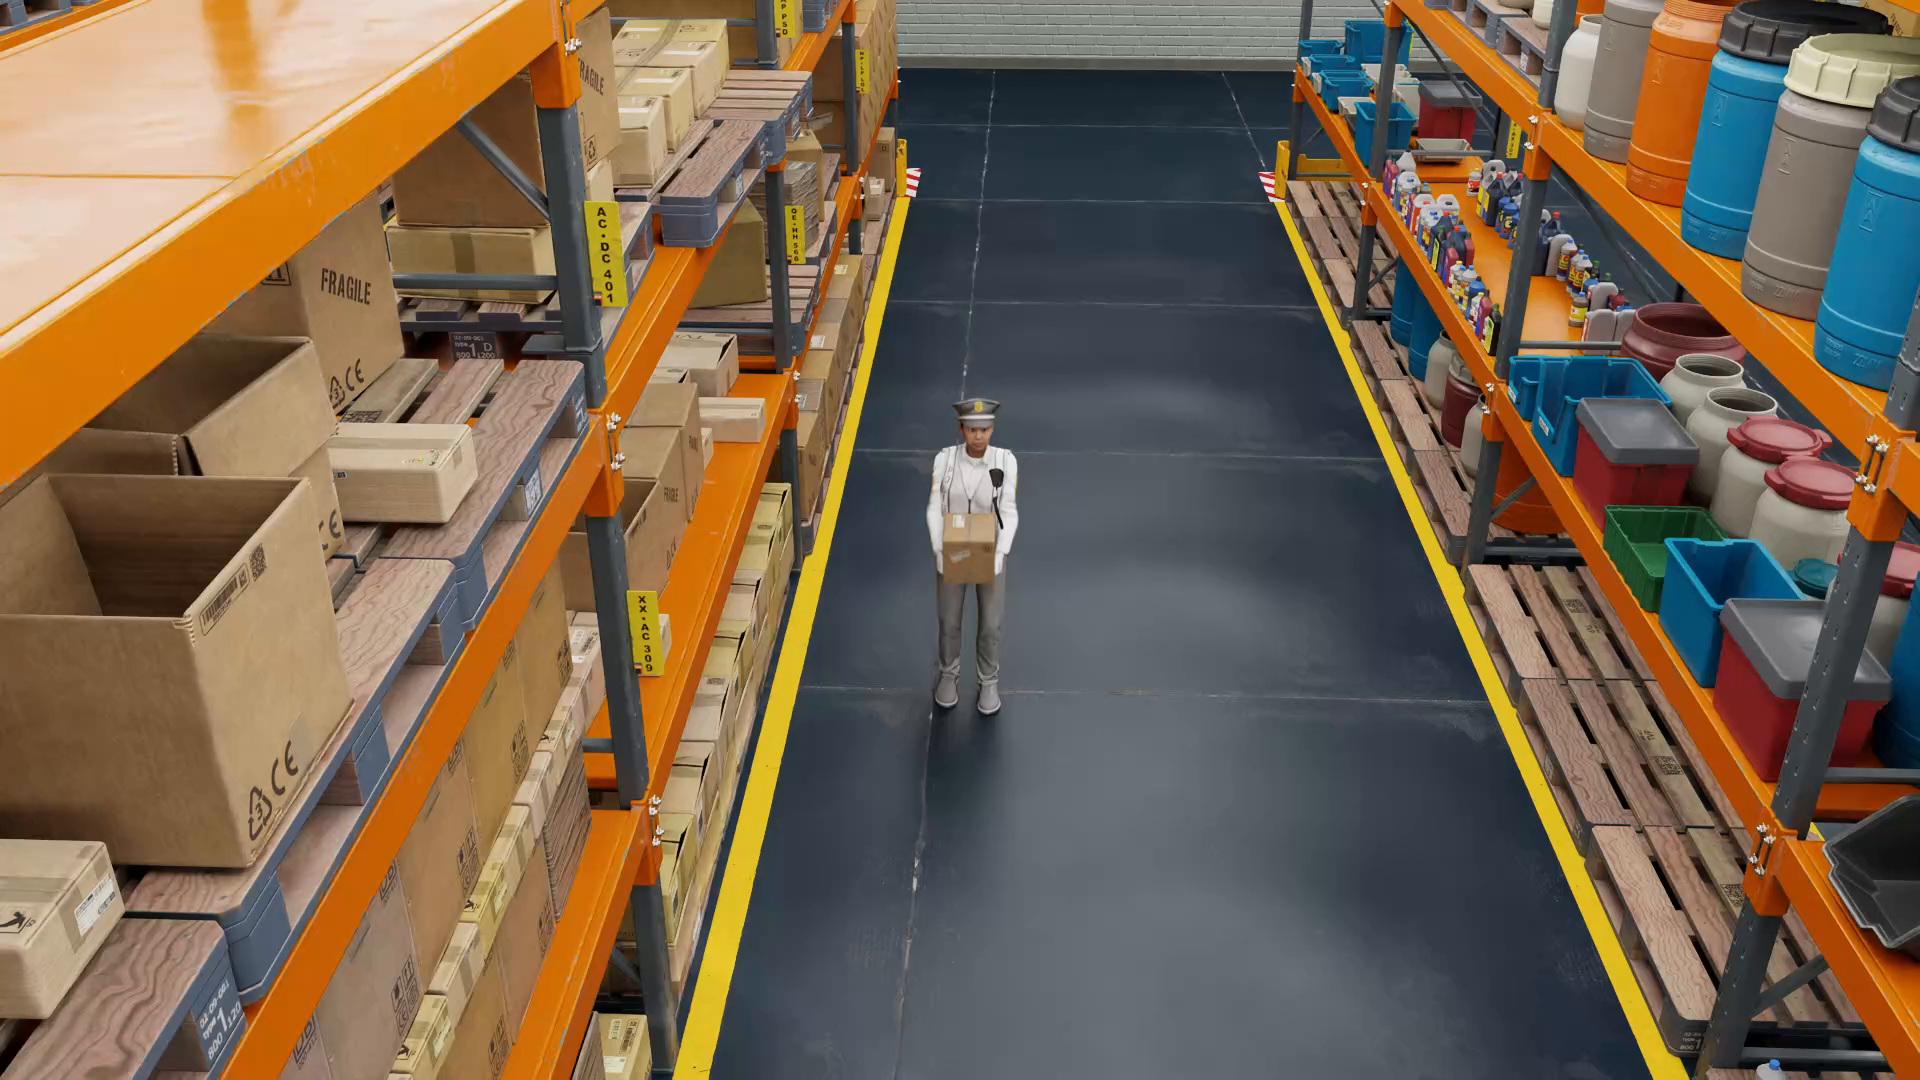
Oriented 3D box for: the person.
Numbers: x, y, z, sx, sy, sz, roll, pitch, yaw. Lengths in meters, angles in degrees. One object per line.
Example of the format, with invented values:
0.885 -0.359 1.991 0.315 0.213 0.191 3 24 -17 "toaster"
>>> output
0.061 0.094 8.417 0.461 1.686 0.563 1 28 2 "person"
